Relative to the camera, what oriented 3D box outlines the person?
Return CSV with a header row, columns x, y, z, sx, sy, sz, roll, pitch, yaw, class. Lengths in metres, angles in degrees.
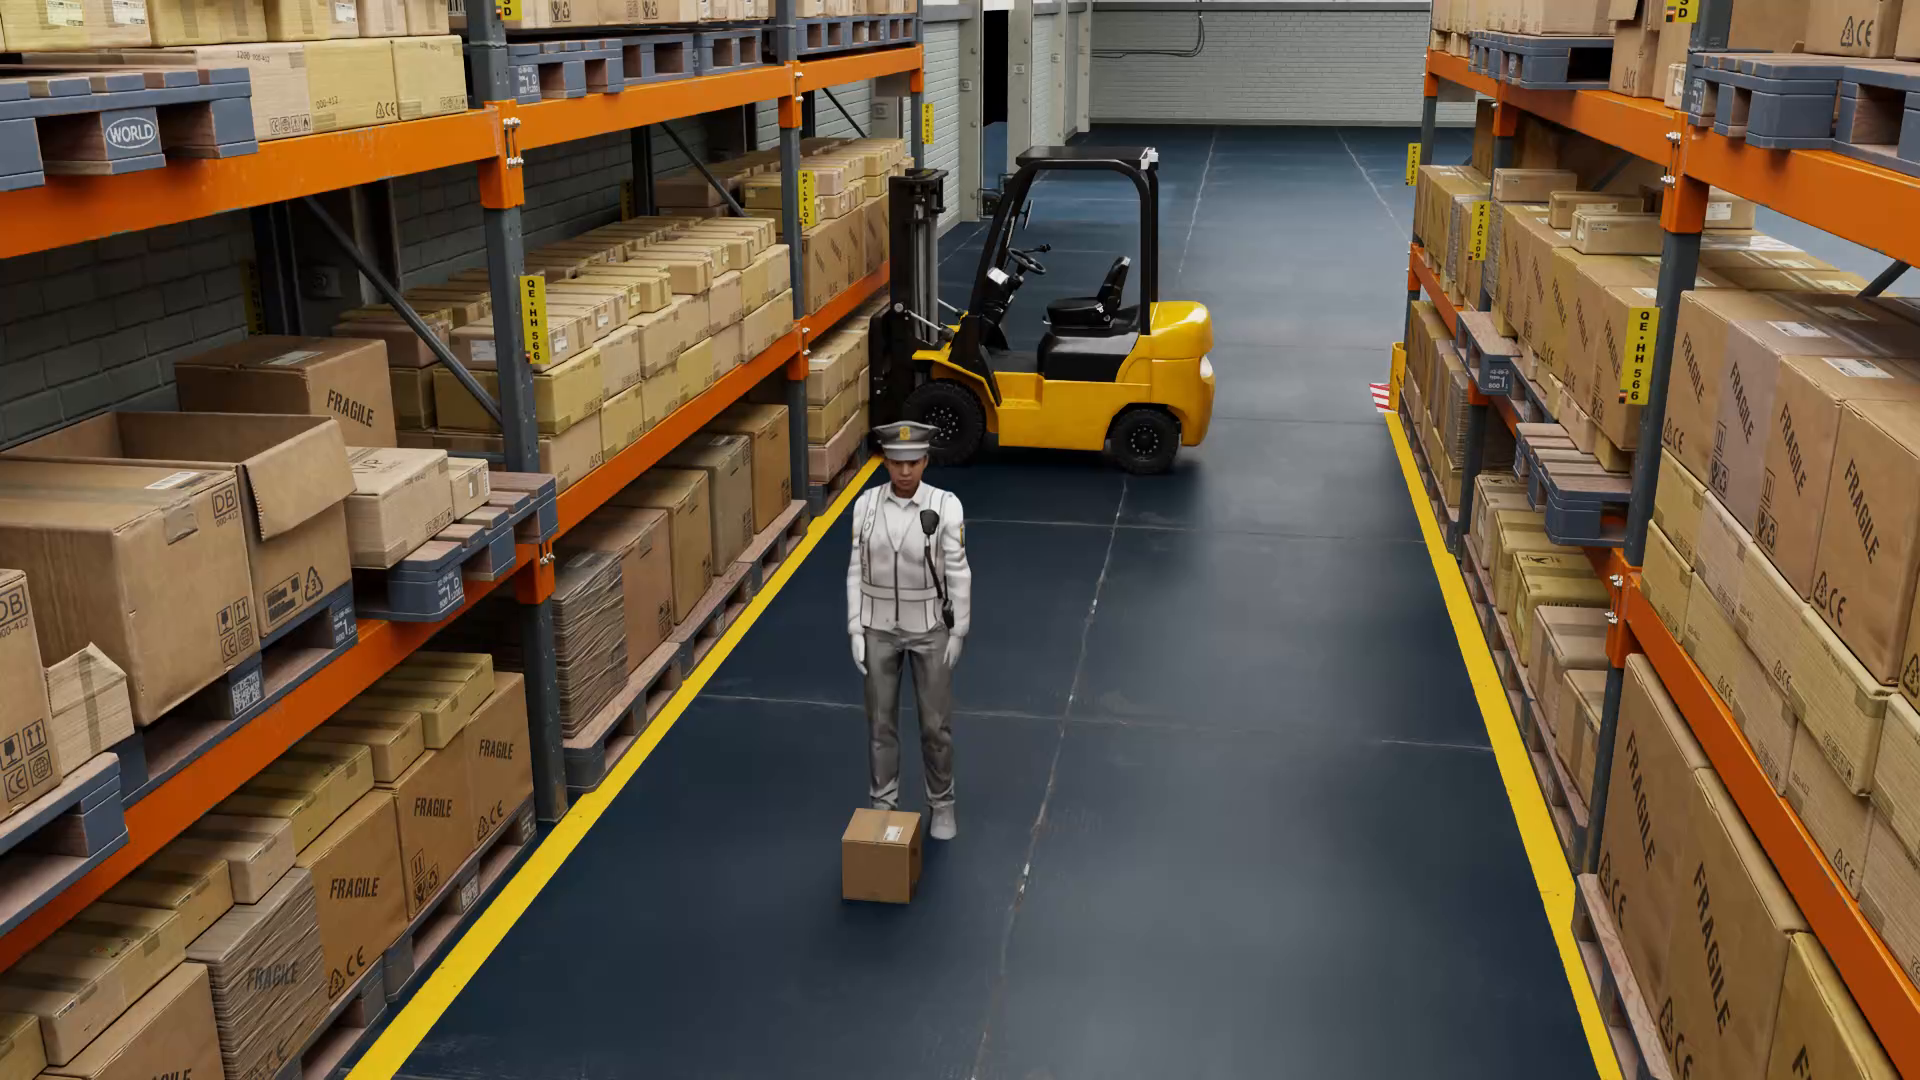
x,y,z,sx,sy,sz,roll,pitch,yaw,class
-0.205,0.384,6.415,0.478,1.736,0.375,3,18,10,person
